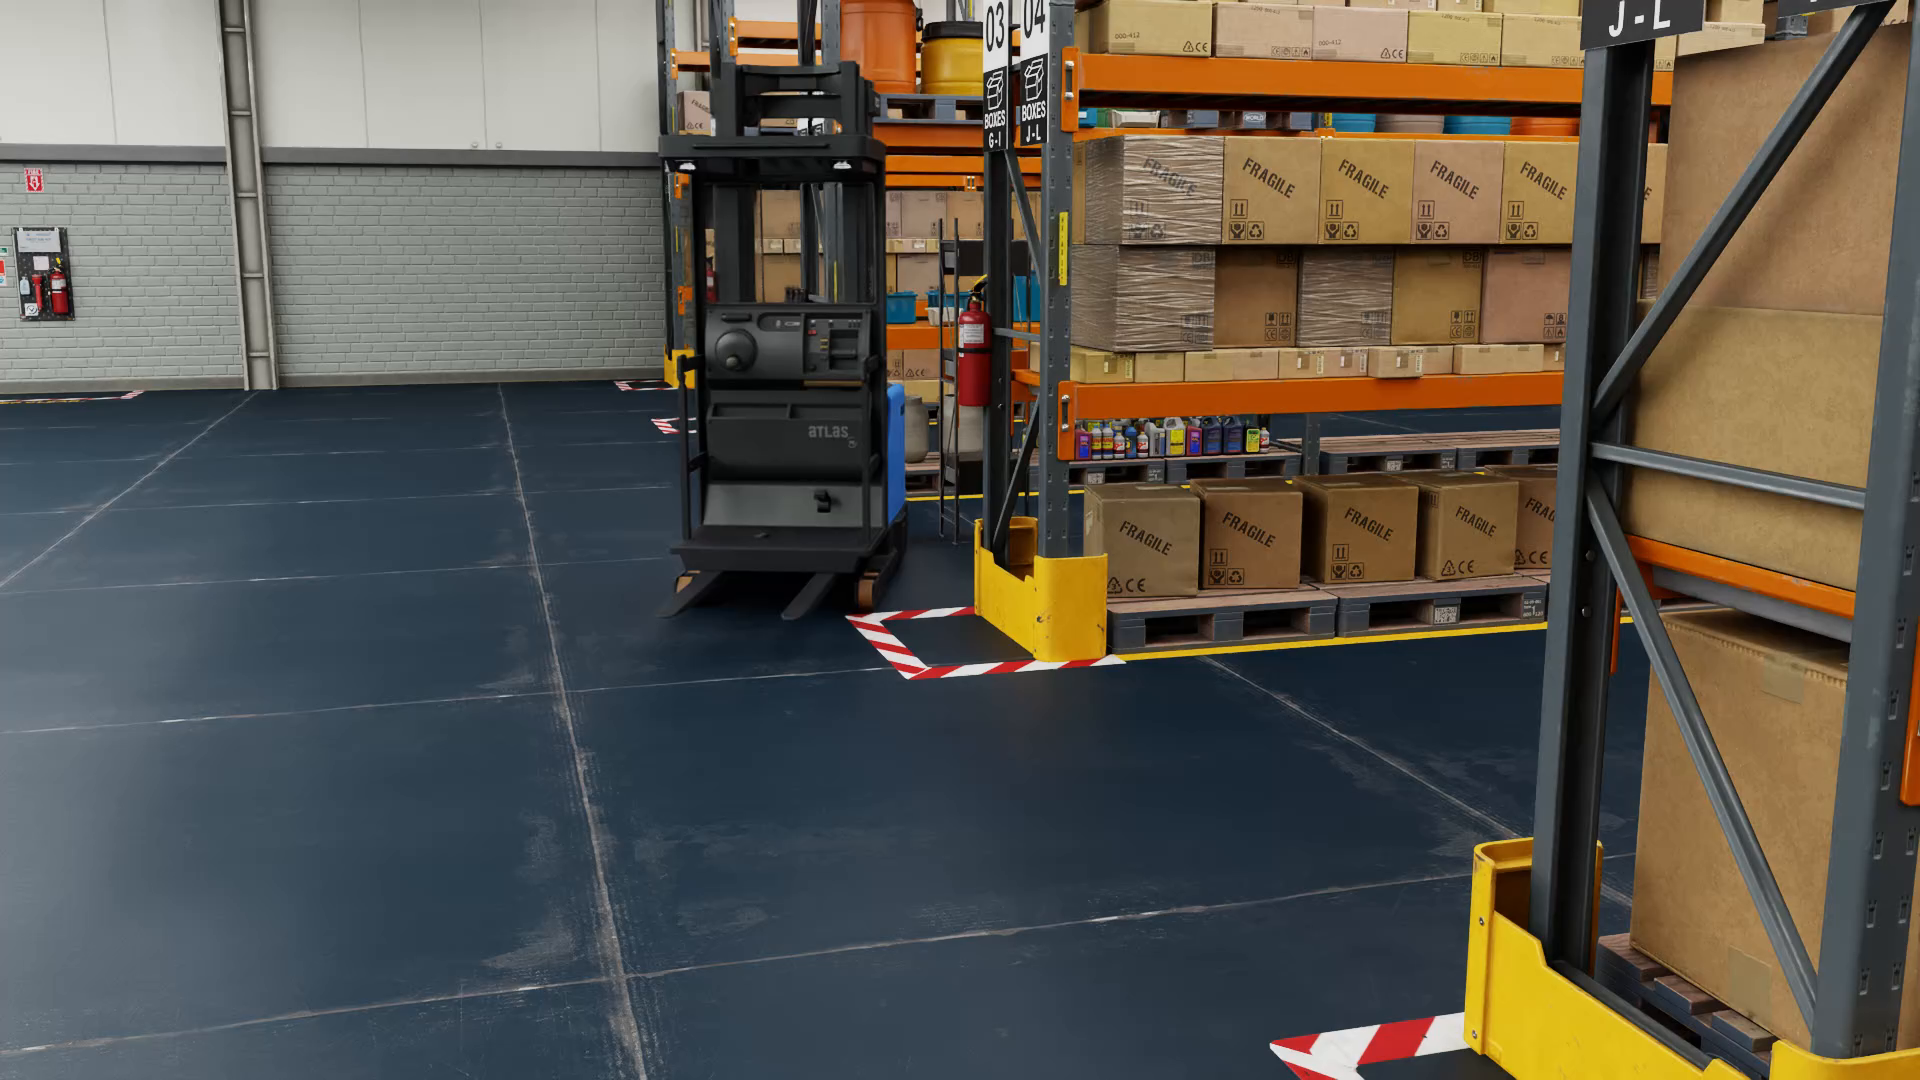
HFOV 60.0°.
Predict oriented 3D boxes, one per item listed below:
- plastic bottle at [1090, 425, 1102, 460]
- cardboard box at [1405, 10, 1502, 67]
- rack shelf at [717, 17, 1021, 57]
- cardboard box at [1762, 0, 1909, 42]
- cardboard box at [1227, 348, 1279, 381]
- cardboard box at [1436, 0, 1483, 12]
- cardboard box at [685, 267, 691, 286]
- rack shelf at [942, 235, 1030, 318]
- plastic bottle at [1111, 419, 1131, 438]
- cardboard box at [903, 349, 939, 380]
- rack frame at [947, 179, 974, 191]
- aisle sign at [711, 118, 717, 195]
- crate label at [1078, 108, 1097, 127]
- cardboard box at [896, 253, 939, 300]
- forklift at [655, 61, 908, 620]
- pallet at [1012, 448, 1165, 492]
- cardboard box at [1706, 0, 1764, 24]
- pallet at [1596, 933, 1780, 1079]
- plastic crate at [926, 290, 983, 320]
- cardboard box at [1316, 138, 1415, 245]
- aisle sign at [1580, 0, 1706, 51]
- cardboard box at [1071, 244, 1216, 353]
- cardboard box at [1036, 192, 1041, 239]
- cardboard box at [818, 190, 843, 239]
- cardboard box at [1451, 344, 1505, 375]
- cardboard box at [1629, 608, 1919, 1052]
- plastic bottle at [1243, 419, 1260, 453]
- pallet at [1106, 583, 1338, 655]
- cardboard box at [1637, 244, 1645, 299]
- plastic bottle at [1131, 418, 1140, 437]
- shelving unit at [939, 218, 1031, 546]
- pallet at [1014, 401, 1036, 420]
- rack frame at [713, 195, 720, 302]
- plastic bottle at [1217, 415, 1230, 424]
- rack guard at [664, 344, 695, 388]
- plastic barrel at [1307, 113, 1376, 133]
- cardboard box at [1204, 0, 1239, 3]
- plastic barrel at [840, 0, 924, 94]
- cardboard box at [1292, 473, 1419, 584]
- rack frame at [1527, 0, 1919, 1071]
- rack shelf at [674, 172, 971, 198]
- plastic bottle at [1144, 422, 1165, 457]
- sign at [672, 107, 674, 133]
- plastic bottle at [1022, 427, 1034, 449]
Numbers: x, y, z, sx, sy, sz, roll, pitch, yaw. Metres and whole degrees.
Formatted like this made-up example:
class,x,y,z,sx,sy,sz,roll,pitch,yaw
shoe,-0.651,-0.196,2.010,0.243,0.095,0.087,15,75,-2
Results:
class,x,y,z,sx,sy,sz,roll,pitch,yaw
plastic bottle,1.090,-0.788,13.361,0.097,0.271,0.097,0,10,0
cardboard box,2.321,-2.457,8.237,0.500,0.250,0.500,-3,11,-14
rack shelf,-0.527,-5.221,17.642,4.000,0.370,1.077,-3,11,-16
cardboard box,4.637,-2.939,8.995,0.637,0.503,0.797,-4,11,-19
cardboard box,1.382,-0.882,8.248,0.250,0.149,0.380,-3,11,-16
cardboard box,2.379,-2.665,8.264,0.250,0.149,0.380,-3,11,-18
cardboard box,-3.441,-3.574,22.534,0.500,0.250,0.500,-3,11,-15
rack shelf,0.159,-1.716,10.778,0.480,0.518,0.431,-3,11,-16
plastic bottle,1.359,-0.913,14.030,0.135,0.276,0.152,-3,11,-16
cardboard box,-0.430,-2.006,18.024,0.500,0.500,0.500,-3,11,-16
rack frame,0.005,-3.783,23.310,0.127,3.000,1.000,-3,11,-16
aisle sign,-2.593,-4.046,17.558,0.004,0.787,0.394,-3,11,-16
crate label,0.823,-3.298,12.800,0.408,0.251,0.502,-3,11,-16
cardboard box,-0.510,-2.869,18.069,0.500,0.500,0.700,-3,11,-14
forklift,-0.975,-1.130,9.087,1.130,2.935,3.031,1,10,5
pallet,0.944,-0.600,13.723,1.213,0.211,1.003,-3,11,-16
cardboard box,3.927,-2.730,8.622,0.250,0.149,0.380,-3,11,-14
pallet,2.353,1.188,4.013,1.213,0.211,1.003,-3,11,-16
plastic crate,-0.045,-1.894,13.462,0.408,0.251,0.499,-3,11,-16
cardboard box,1.884,-1.715,8.215,0.500,0.500,0.500,-3,11,-16
aisle sign,1.455,-1.457,3.496,0.004,0.787,0.394,-3,11,-16
cardboard box,0.853,-1.216,8.268,0.500,0.500,0.875,-3,11,-16
cardboard box,0.969,-3.586,18.379,0.500,0.500,0.700,-3,11,-16
cardboard box,-1.442,-3.458,17.688,0.500,0.500,0.700,-3,11,-17
cardboard box,2.590,-0.941,8.566,0.250,0.149,0.380,-3,11,-16
cardboard box,2.240,0.663,3.870,0.875,0.875,0.875,-3,11,-16
plastic bottle,2.404,-0.859,13.717,0.133,0.283,0.061,-2,11,-13
pallet,1.181,0.335,8.642,1.213,0.211,1.003,-3,11,-16
cardboard box,3.219,-1.364,9.073,0.500,0.500,0.875,-3,11,-16
plastic bottle,1.531,-0.962,14.273,0.133,0.283,0.061,-3,11,-13
shelving unit,0.159,-1.041,10.902,0.503,2.100,0.431,-3,11,-16
pallet,0.618,-1.518,18.707,1.213,0.211,1.003,-3,11,-16
rack frame,-2.448,-2.719,17.534,0.127,3.000,1.000,-3,11,-16
plastic bottle,2.196,-0.917,13.842,0.185,0.351,0.144,-3,11,-16
rack guard,-3.763,-2.355,22.458,0.348,0.500,1.175,-3,11,-16
plastic barrel,3.201,-3.846,13.983,0.708,0.901,0.600,-3,11,-16
cardboard box,1.131,-2.599,7.907,0.250,0.149,0.380,-3,11,-17
plastic barrel,-0.636,-3.798,12.761,0.708,0.830,0.600,-3,11,-16
cardboard box,2.093,-0.068,8.873,0.500,0.500,0.500,-2,11,-11
rack frame,1.607,-0.130,3.467,0.127,3.000,1.000,-3,11,-16
rack shelf,-1.916,-4.803,22.554,4.000,0.370,1.077,-3,11,-16
plastic bottle,1.585,-0.821,13.530,0.135,0.276,0.152,-3,11,-15
sign,-3.684,-5.391,21.347,0.005,0.325,0.100,-3,11,-16
plastic bottle,0.574,-0.868,13.988,0.097,0.201,0.097,0,10,0
